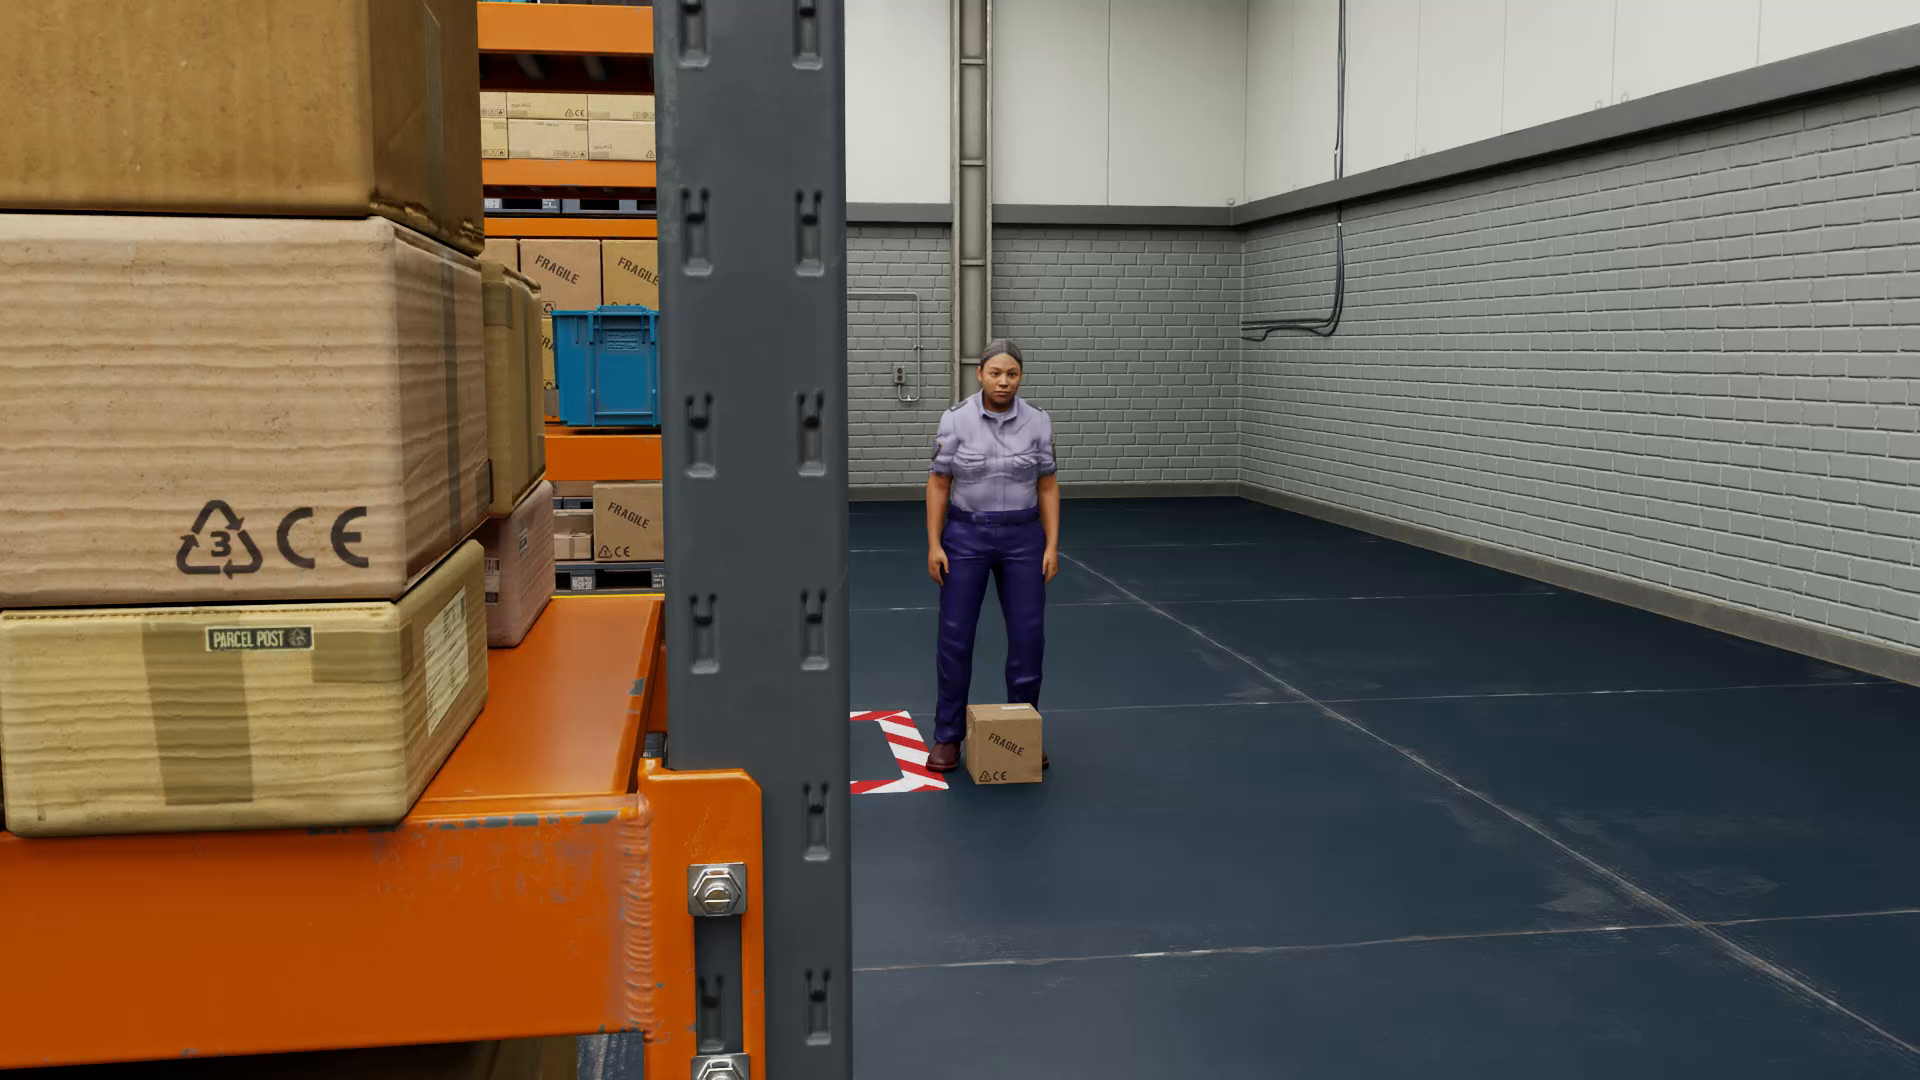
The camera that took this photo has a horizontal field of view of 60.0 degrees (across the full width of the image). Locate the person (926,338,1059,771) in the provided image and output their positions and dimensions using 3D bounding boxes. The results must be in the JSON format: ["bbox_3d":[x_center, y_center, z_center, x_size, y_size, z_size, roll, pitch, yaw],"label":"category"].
[{"bbox_3d":[0.124,0.049,6.458,0.537,1.651,0.373,-1,7,-6],"label":"person"}]
